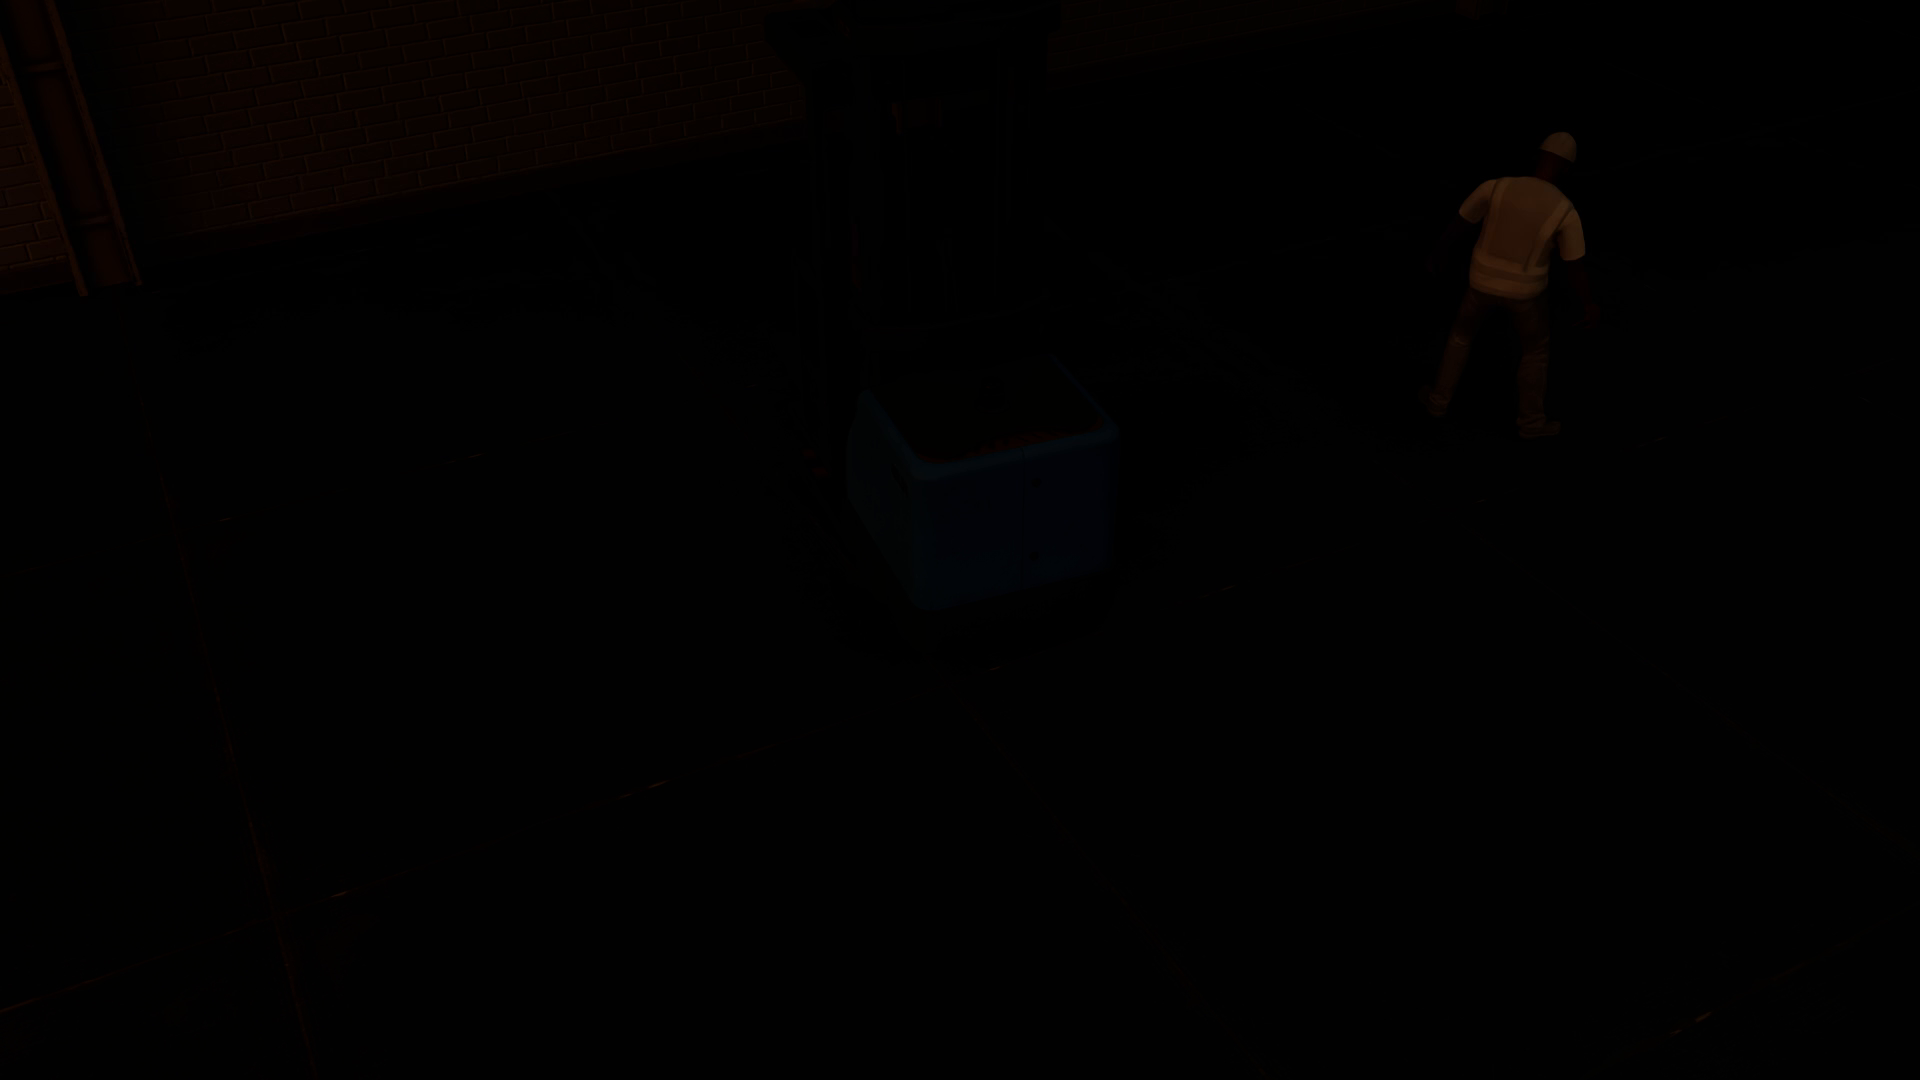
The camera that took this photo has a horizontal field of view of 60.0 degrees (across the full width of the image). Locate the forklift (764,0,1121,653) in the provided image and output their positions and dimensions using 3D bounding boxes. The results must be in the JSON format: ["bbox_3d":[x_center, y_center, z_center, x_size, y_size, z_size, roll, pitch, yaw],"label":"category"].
[{"bbox_3d":[-0.266,-1.512,8.262,1.130,2.935,3.031,-13,37,-17],"label":"forklift"}]

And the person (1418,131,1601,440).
[{"bbox_3d":[3.077,-1.433,9.226,0.977,1.718,0.439,19,40,25],"label":"person"}]
